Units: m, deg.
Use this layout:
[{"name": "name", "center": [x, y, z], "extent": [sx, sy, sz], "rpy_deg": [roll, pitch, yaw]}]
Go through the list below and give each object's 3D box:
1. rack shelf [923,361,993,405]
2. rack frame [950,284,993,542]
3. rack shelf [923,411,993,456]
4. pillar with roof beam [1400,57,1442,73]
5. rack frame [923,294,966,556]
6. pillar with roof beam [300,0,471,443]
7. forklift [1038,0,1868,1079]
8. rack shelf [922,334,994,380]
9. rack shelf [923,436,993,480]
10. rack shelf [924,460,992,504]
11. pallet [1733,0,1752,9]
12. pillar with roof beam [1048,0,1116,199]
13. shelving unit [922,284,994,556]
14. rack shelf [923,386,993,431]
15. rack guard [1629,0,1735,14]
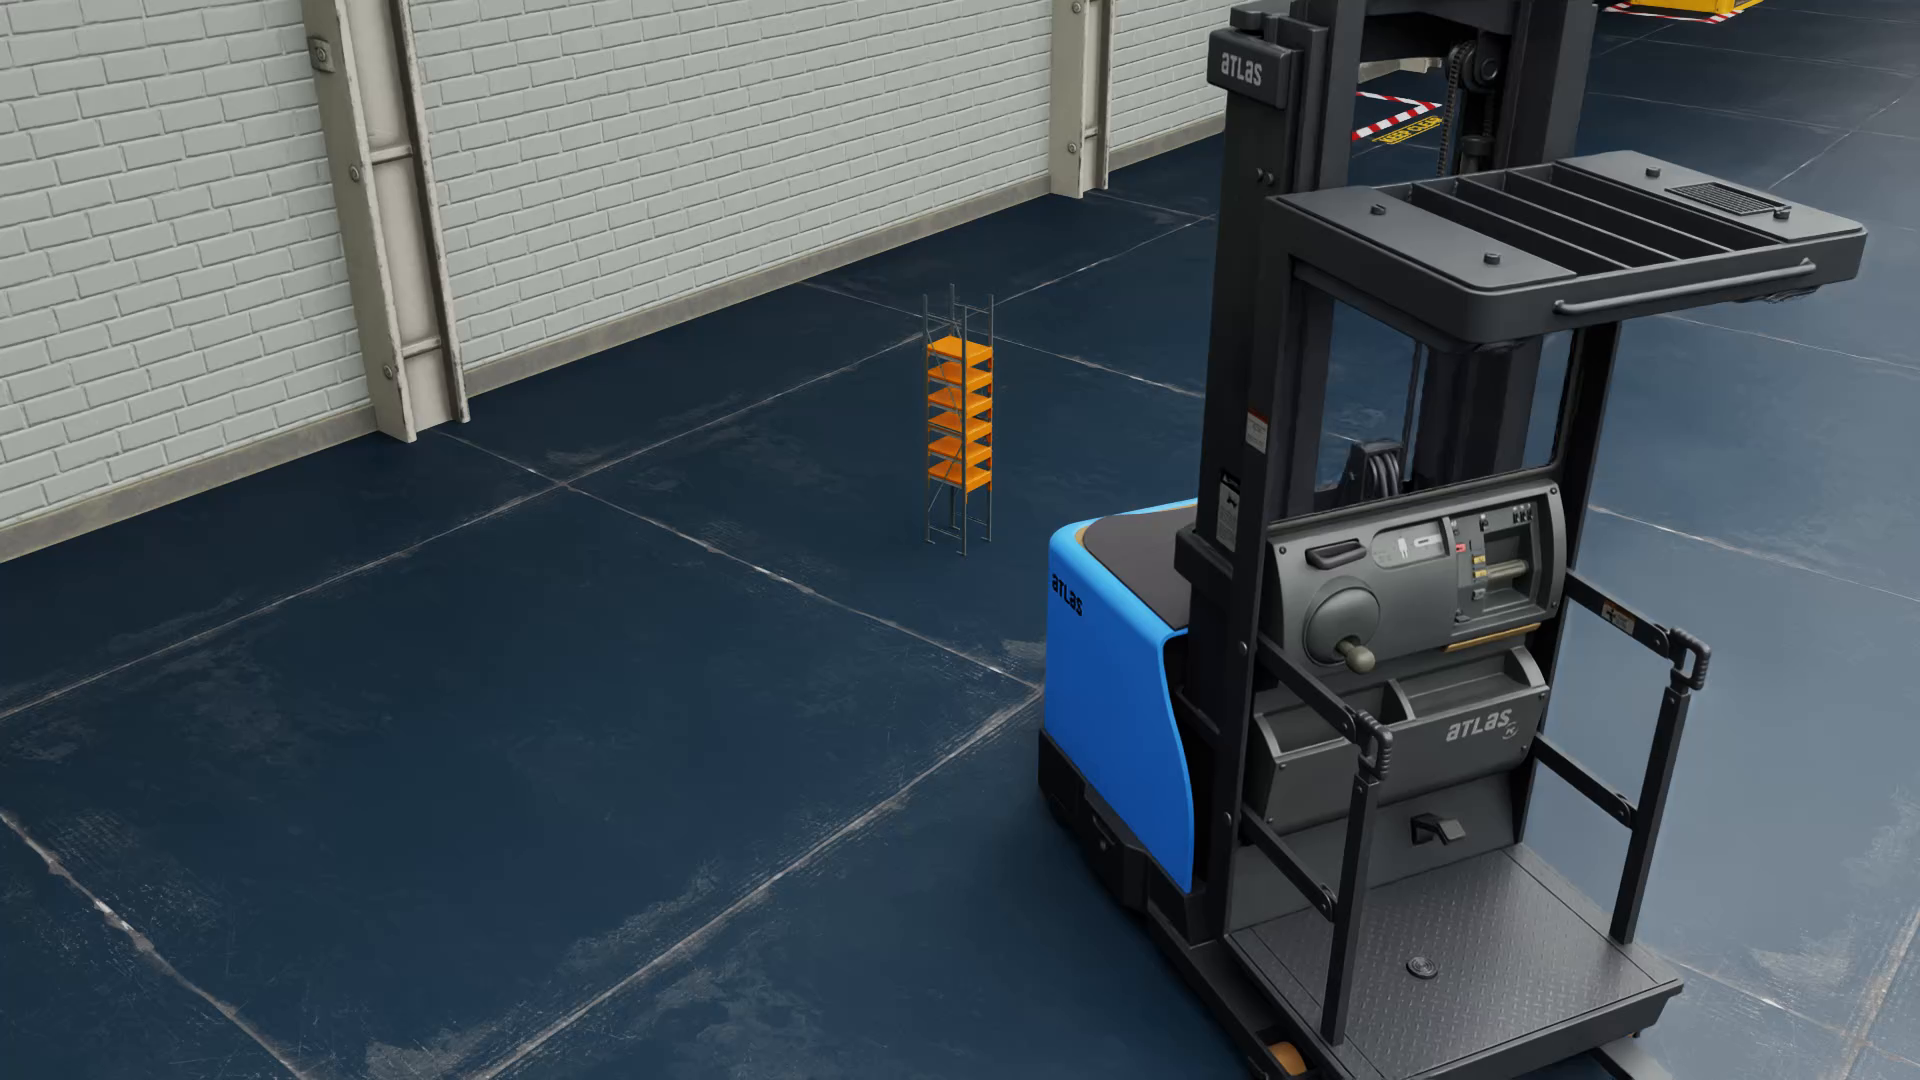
[{"name": "rack shelf", "center": [-0.009, -0.701, 7.375], "extent": [0.258, 0.103, 0.180], "rpy_deg": [21, 34, 34]}, {"name": "rack frame", "center": [0.049, -0.560, 7.527], "extent": [0.240, 1.200, 0.006], "rpy_deg": [21, 34, 34]}, {"name": "rack shelf", "center": [-0.009, -0.488, 7.485], "extent": [0.258, 0.103, 0.180], "rpy_deg": [21, 34, 34]}, {"name": "pillar with roof beam", "center": [8.063, -7.617, 12.681], "extent": [9.100, 9.000, 0.400], "rpy_deg": [21, 34, 34]}, {"name": "rack frame", "center": [-0.067, -0.495, 7.402], "extent": [0.240, 1.200, 0.006], "rpy_deg": [21, 34, 34]}, {"name": "pillar with roof beam", "center": [0.431, -3.363, 4.456], "extent": [9.100, 9.000, 0.400], "rpy_deg": [21, 34, 34]}, {"name": "forklift", "center": [1.331, 0.138, 4.292], "extent": [1.130, 2.935, 3.031], "rpy_deg": [-11, 29, -21]}, {"name": "rack shelf", "center": [-0.009, -0.808, 7.319], "extent": [0.258, 0.103, 0.180], "rpy_deg": [21, 34, 34]}, {"name": "rack shelf", "center": [-0.009, -0.382, 7.540], "extent": [0.258, 0.103, 0.180], "rpy_deg": [21, 34, 34]}, {"name": "rack shelf", "center": [-0.009, -0.275, 7.595], "extent": [0.258, 0.103, 0.180], "rpy_deg": [21, 34, 34]}, {"name": "pallet", "center": [9.373, -6.903, 20.865], "extent": [1.003, 0.211, 1.213], "rpy_deg": [21, 34, 34]}, {"name": "pillar with roof beam", "center": [4.247, -5.490, 8.569], "extent": [9.100, 9.000, 0.400], "rpy_deg": [21, 34, 34]}, {"name": "shelving unit", "center": [-0.009, -0.528, 7.464], "extent": [0.258, 1.200, 0.189], "rpy_deg": [21, 34, 34]}, {"name": "rack shelf", "center": [-0.009, -0.595, 7.430], "extent": [0.258, 0.103, 0.180], "rpy_deg": [21, 34, 34]}, {"name": "rack guard", "center": [8.829, -6.754, 20.261], "extent": [1.175, 0.500, 0.348], "rpy_deg": [21, 34, 34]}]
